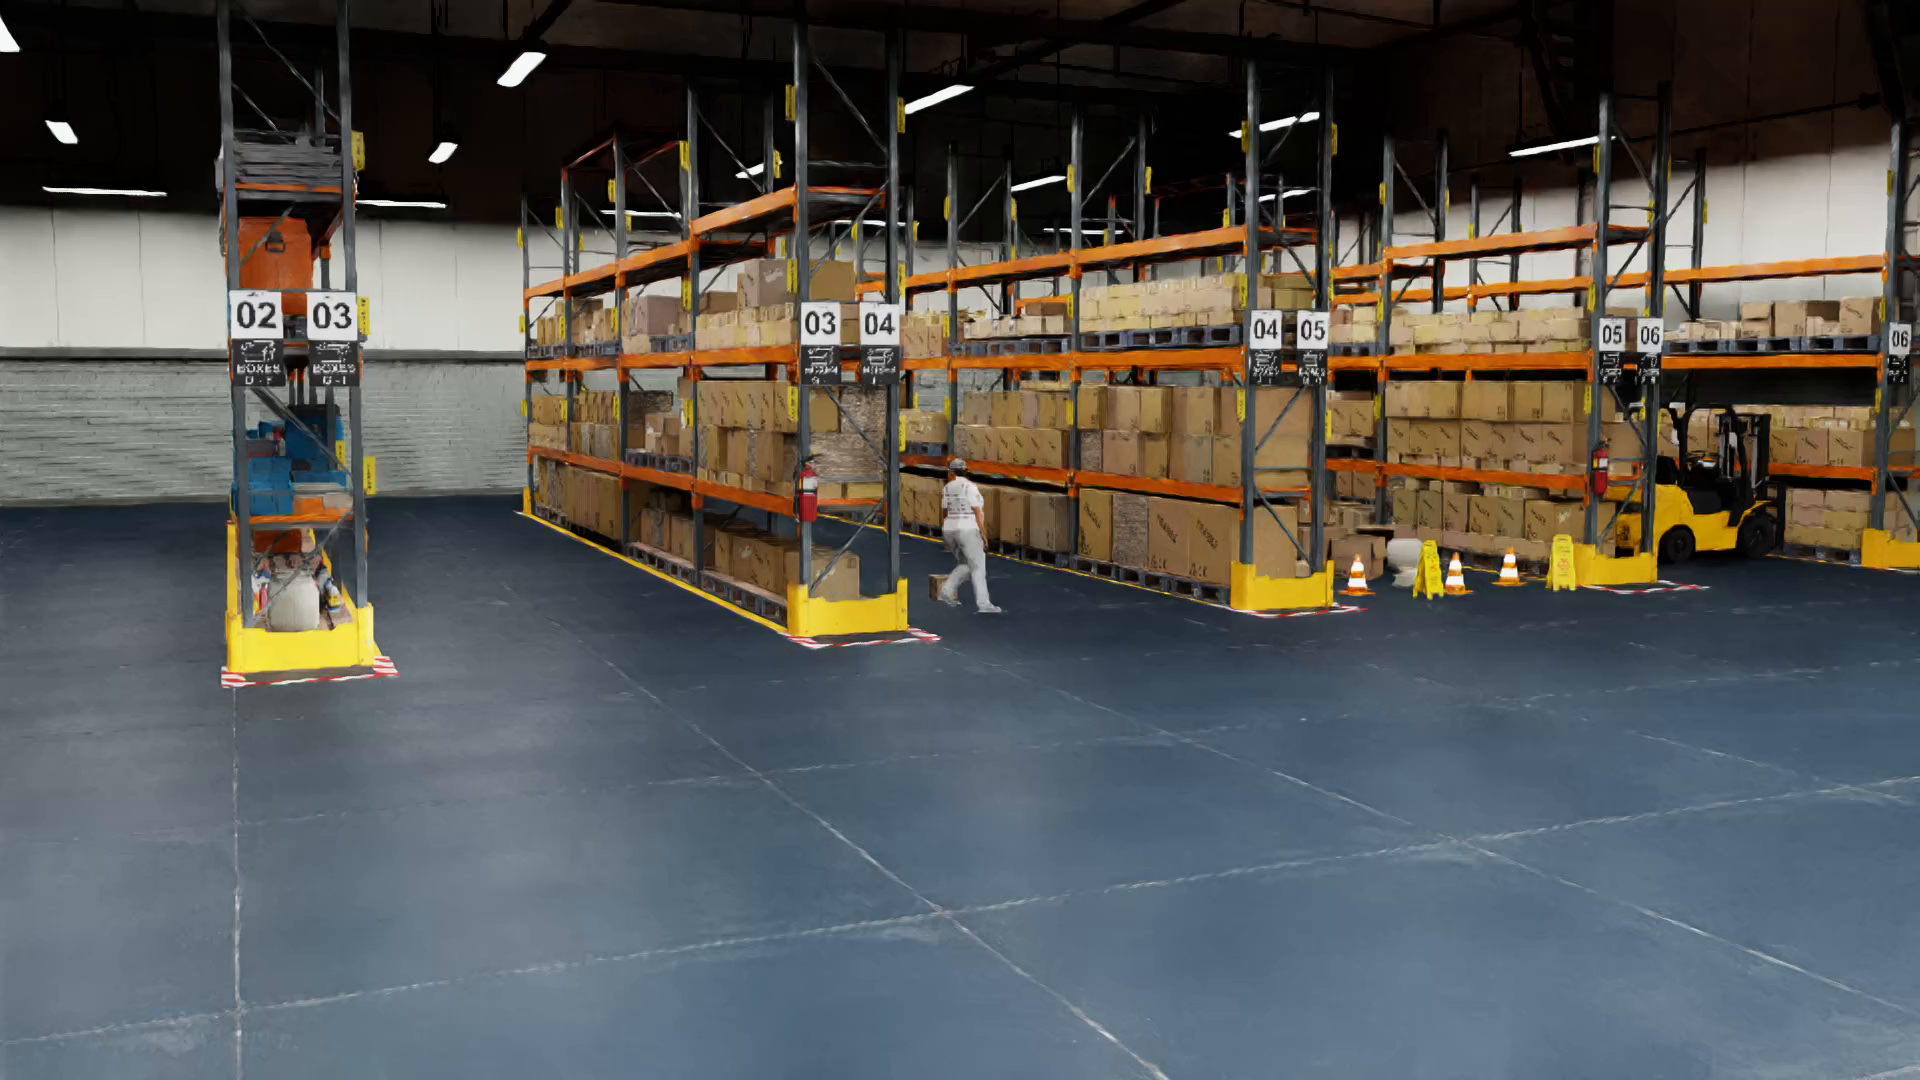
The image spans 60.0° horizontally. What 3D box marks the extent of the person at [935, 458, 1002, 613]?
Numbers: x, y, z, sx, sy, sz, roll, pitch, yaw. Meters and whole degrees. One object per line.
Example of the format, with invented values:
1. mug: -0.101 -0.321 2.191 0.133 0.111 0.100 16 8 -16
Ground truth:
1. person: 0.098 -0.048 17.665 0.465 1.629 0.650 -4 7 -38
